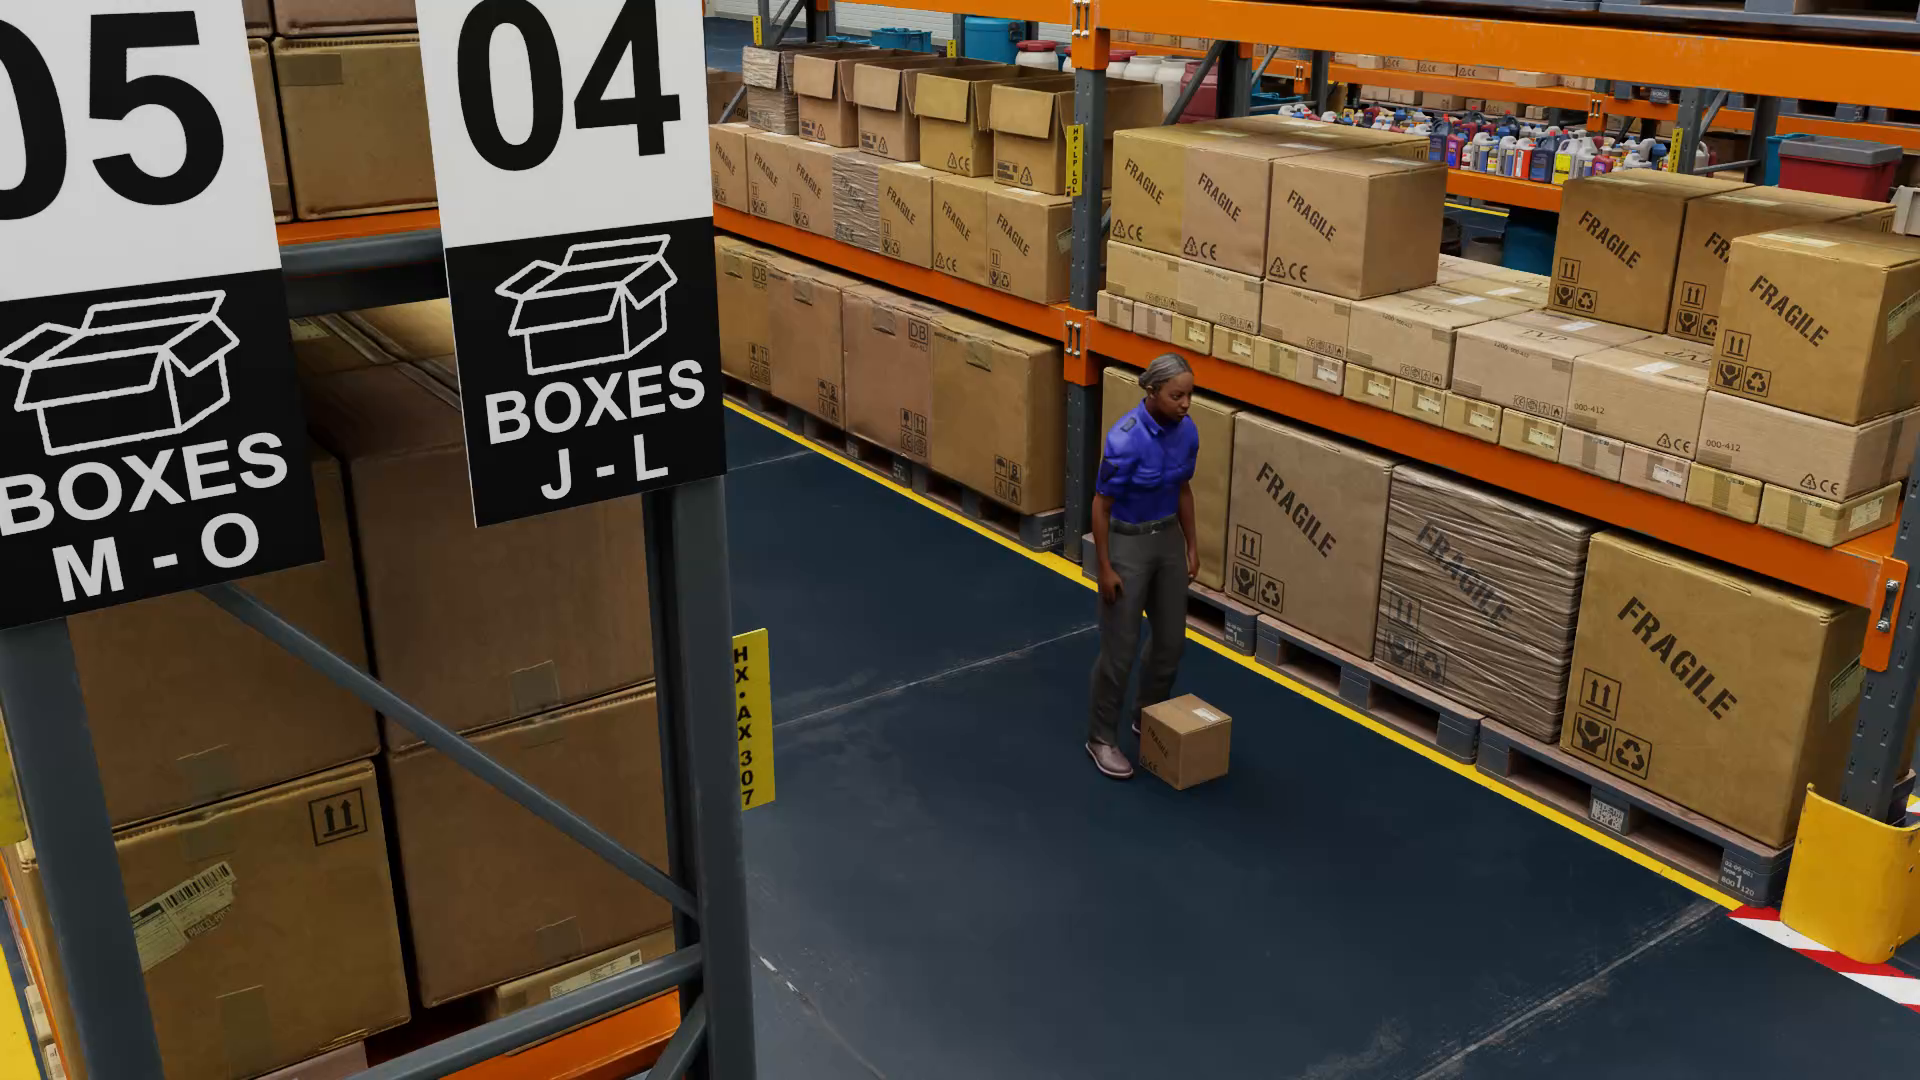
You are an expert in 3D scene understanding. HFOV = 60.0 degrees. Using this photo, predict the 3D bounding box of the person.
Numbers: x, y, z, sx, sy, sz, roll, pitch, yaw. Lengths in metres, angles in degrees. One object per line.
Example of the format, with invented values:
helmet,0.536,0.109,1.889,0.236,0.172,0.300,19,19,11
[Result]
person,0.716,0.072,6.408,0.506,1.655,0.351,-15,26,-33
